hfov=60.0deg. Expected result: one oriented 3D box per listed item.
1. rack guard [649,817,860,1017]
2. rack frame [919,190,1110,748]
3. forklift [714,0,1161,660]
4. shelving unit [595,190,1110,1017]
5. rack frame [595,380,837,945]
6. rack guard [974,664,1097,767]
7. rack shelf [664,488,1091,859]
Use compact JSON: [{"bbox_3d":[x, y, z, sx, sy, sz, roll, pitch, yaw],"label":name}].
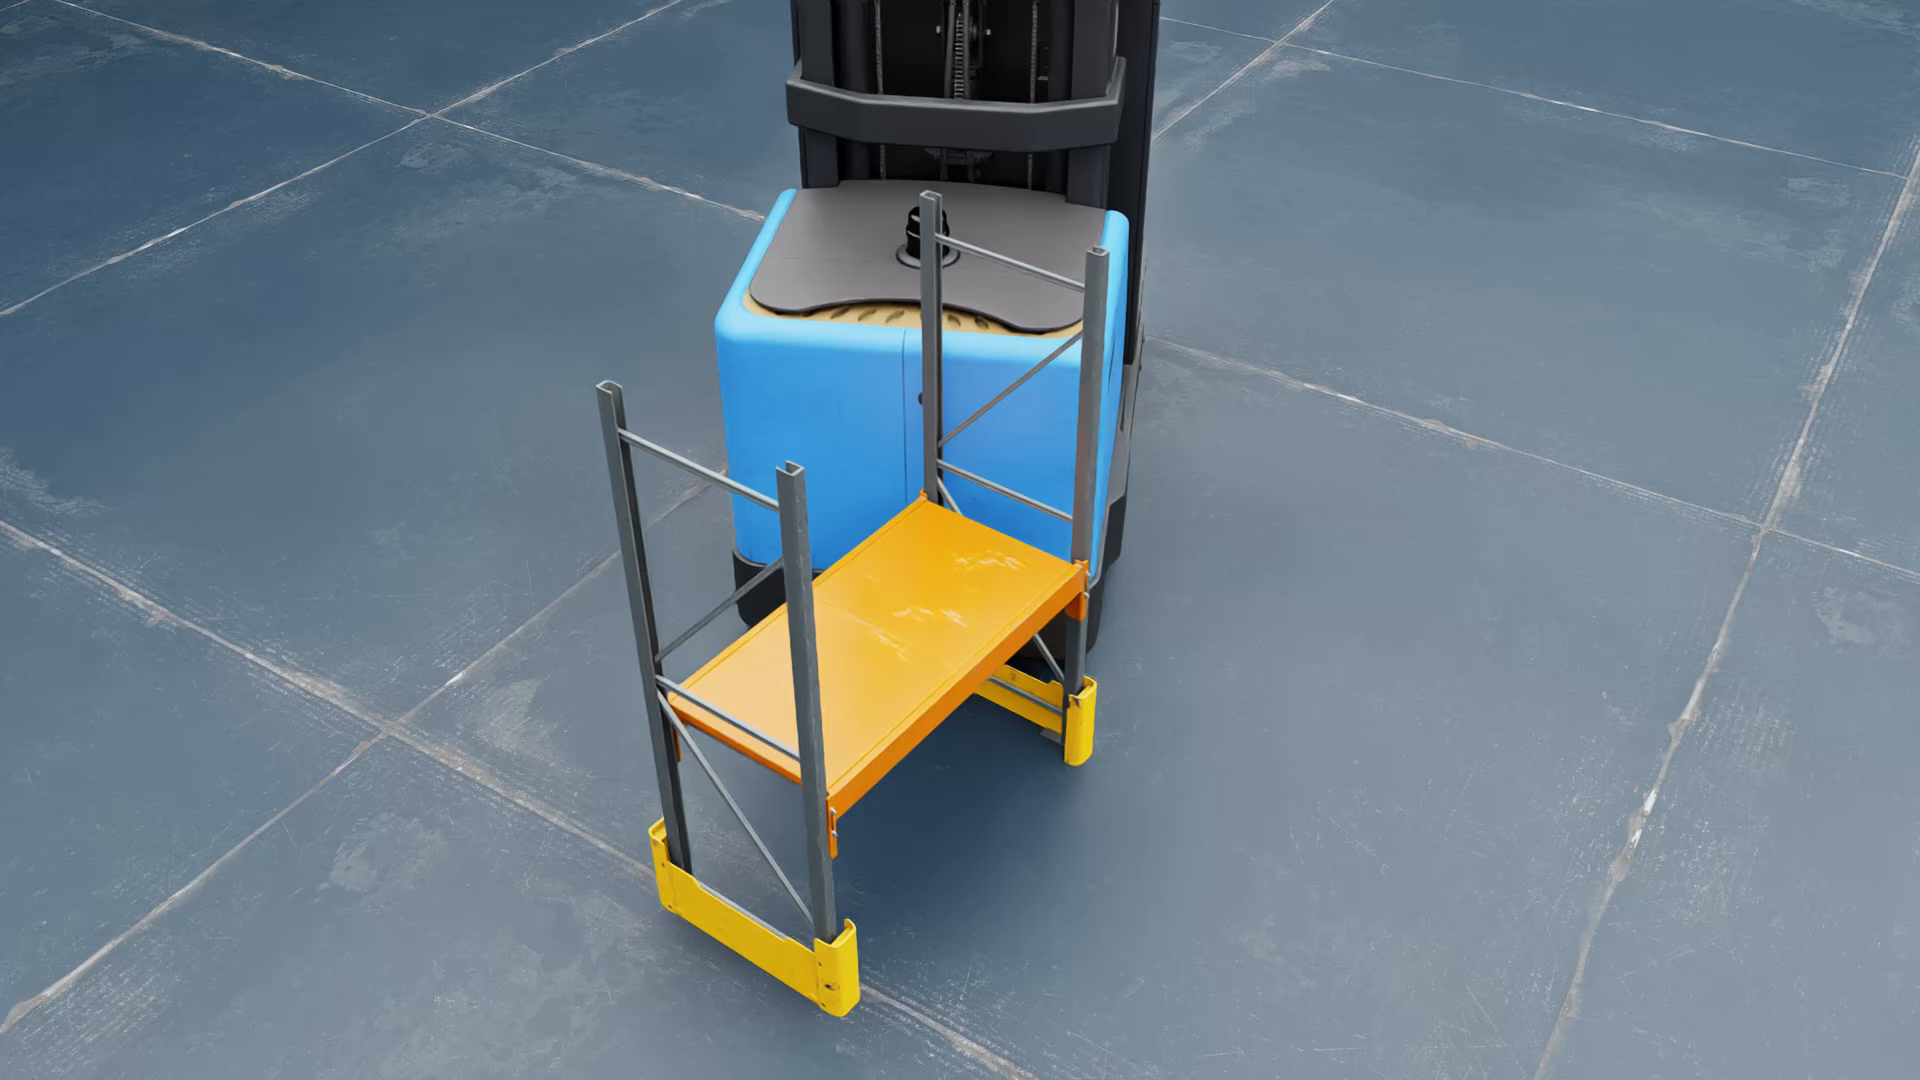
[{"bbox_3d":[-0.486,0.878,3.907,0.587,0.250,0.087,24,44,28],"label":"rack guard"},{"bbox_3d":[0.116,-0.117,4.173,0.500,1.500,0.032,24,44,28],"label":"rack frame"},{"bbox_3d":[0.080,-1.717,5.077,1.130,2.935,3.031,5,38,7],"label":"forklift"},{"bbox_3d":[-0.191,0.138,3.843,0.587,1.500,1.083,24,44,28],"label":"shelving unit"},{"bbox_3d":[-0.486,0.383,3.525,0.500,1.500,0.032,24,44,28],"label":"rack frame"},{"bbox_3d":[0.105,0.388,4.542,0.587,0.250,0.087,24,44,28],"label":"rack guard"},{"bbox_3d":[-0.185,0.276,3.959,0.538,0.185,1.000,24,44,28],"label":"rack shelf"}]
